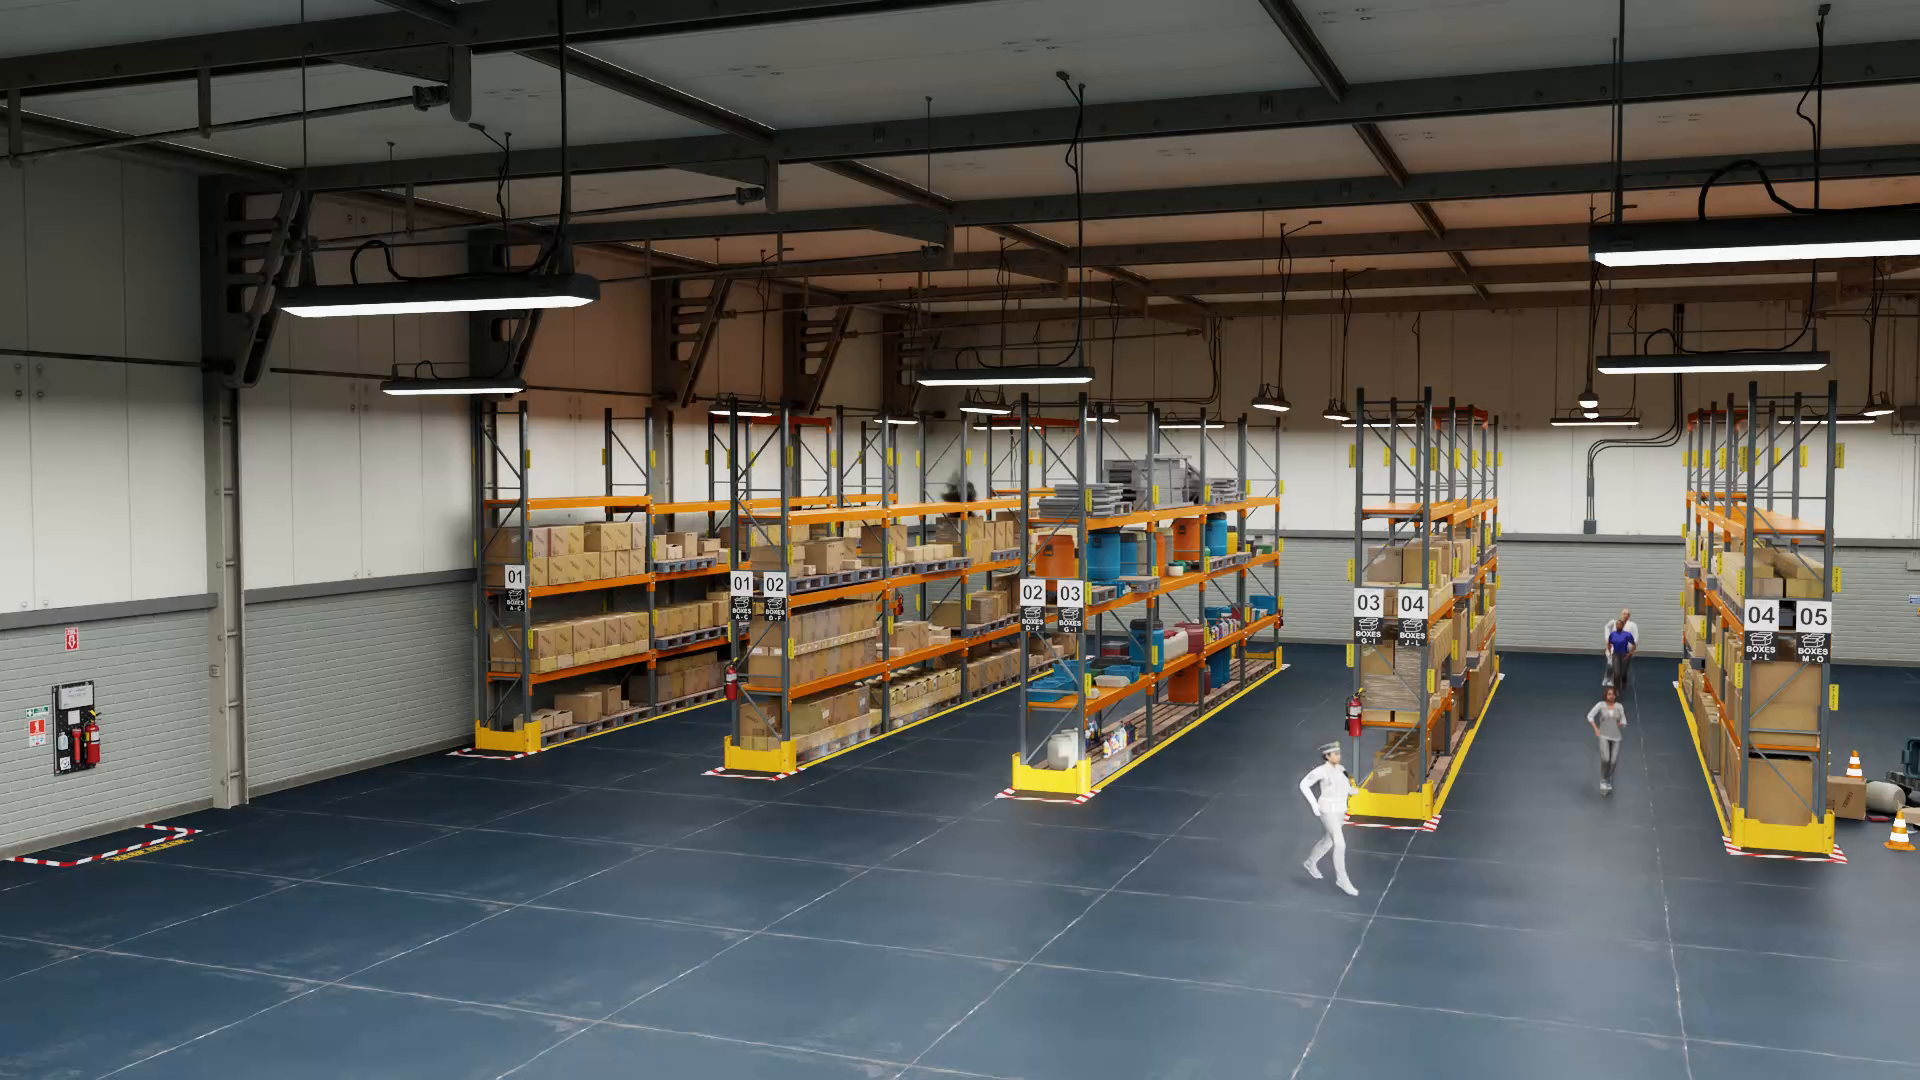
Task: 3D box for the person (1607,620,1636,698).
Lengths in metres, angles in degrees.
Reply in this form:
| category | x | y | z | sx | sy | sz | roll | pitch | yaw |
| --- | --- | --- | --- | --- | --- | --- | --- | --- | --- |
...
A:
| category | x | y | z | sx | sy | sz | roll | pitch | yaw |
| --- | --- | --- | --- | --- | --- | --- | --- | --- | --- |
| person | 13.961 | 2.497 | 35.090 | 0.587 | 1.653 | 0.655 | 2 | 3 | 33 |

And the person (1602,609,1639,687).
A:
| category | x | y | z | sx | sy | sz | roll | pitch | yaw |
| --- | --- | --- | --- | --- | --- | --- | --- | --- | --- |
| person | 14.410 | 2.367 | 36.276 | 0.731 | 1.722 | 0.639 | 1 | 3 | 24 |

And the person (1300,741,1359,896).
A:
| category | x | y | z | sx | sy | sz | roll | pitch | yaw |
| --- | --- | --- | --- | --- | --- | --- | --- | --- | --- |
| person | 4.329 | 3.196 | 19.368 | 0.593 | 1.725 | 0.840 | -2 | 4 | -41 |

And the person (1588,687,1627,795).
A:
| category | x | y | z | sx | sy | sz | roll | pitch | yaw |
| --- | --- | --- | --- | --- | --- | --- | --- | --- | --- |
| person | 9.681 | 2.999 | 24.809 | 0.518 | 1.609 | 0.635 | 0 | 3 | 7 |
